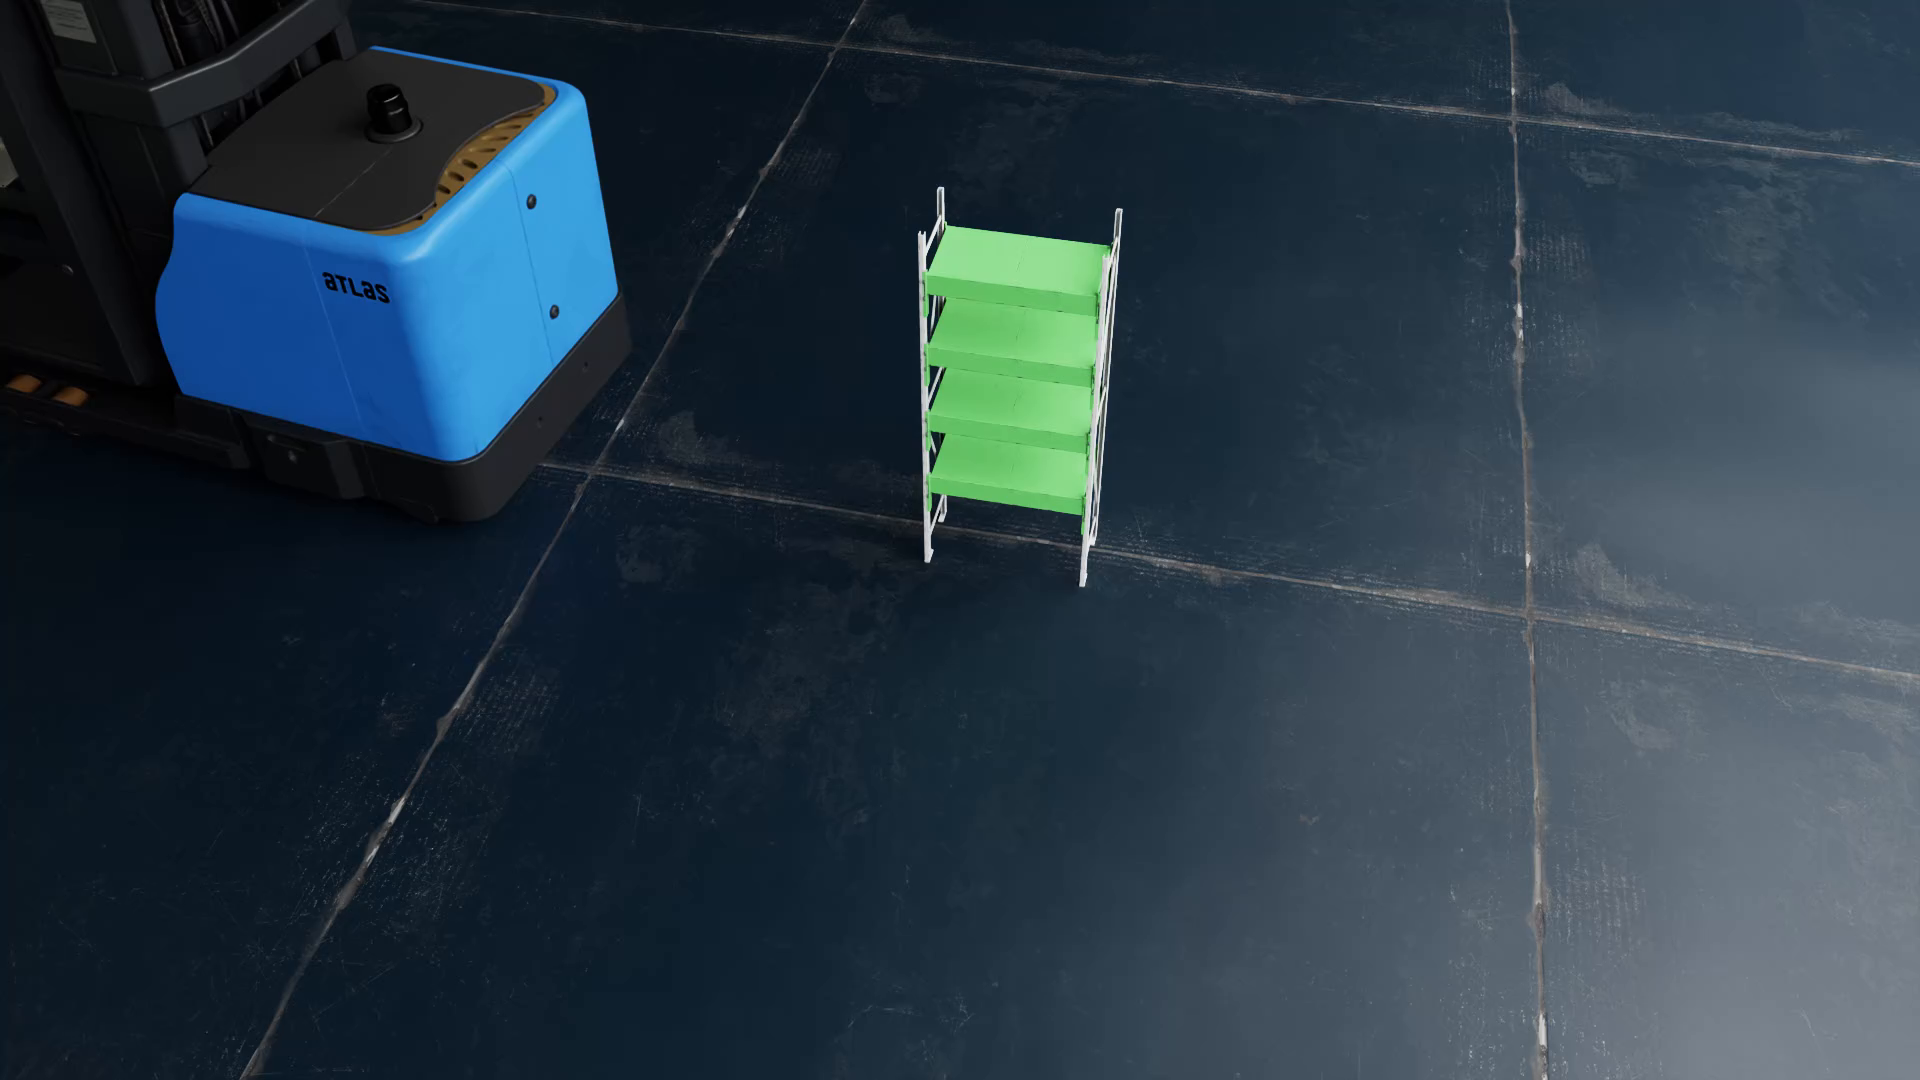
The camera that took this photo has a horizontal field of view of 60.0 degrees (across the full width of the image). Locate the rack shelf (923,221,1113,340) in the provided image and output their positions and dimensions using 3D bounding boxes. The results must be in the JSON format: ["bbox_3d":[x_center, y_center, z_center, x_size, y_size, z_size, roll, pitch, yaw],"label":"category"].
[{"bbox_3d":[0.162,-0.707,4.519,0.480,0.148,0.258,9,45,9],"label":"rack shelf"}]

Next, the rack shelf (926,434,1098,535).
[{"bbox_3d":[0.162,-0.188,5.019,0.480,0.148,0.258,9,45,9],"label":"rack shelf"}]

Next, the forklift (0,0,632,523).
[{"bbox_3d":[-2.726,-1.736,4.940,3.031,2.935,1.130,14,46,14],"label":"forklift"}]

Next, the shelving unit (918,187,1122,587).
[{"bbox_3d":[0.162,-0.407,4.808,0.503,1.200,0.258,9,45,9],"label":"shelving unit"}]

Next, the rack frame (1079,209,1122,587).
[{"bbox_3d":[0.400,-0.370,4.769,0.015,1.200,0.240,9,45,9],"label":"rack frame"}]

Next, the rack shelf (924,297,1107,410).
[{"bbox_3d":[0.162,-0.534,4.686,0.480,0.148,0.258,9,45,9],"label":"rack shelf"}]

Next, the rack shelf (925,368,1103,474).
[{"bbox_3d":[0.162,-0.361,4.852,0.480,0.148,0.258,9,45,9],"label":"rack shelf"}]

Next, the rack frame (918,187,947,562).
[{"bbox_3d":[-0.077,-0.444,4.846,0.015,1.200,0.240,9,45,9],"label":"rack frame"}]
